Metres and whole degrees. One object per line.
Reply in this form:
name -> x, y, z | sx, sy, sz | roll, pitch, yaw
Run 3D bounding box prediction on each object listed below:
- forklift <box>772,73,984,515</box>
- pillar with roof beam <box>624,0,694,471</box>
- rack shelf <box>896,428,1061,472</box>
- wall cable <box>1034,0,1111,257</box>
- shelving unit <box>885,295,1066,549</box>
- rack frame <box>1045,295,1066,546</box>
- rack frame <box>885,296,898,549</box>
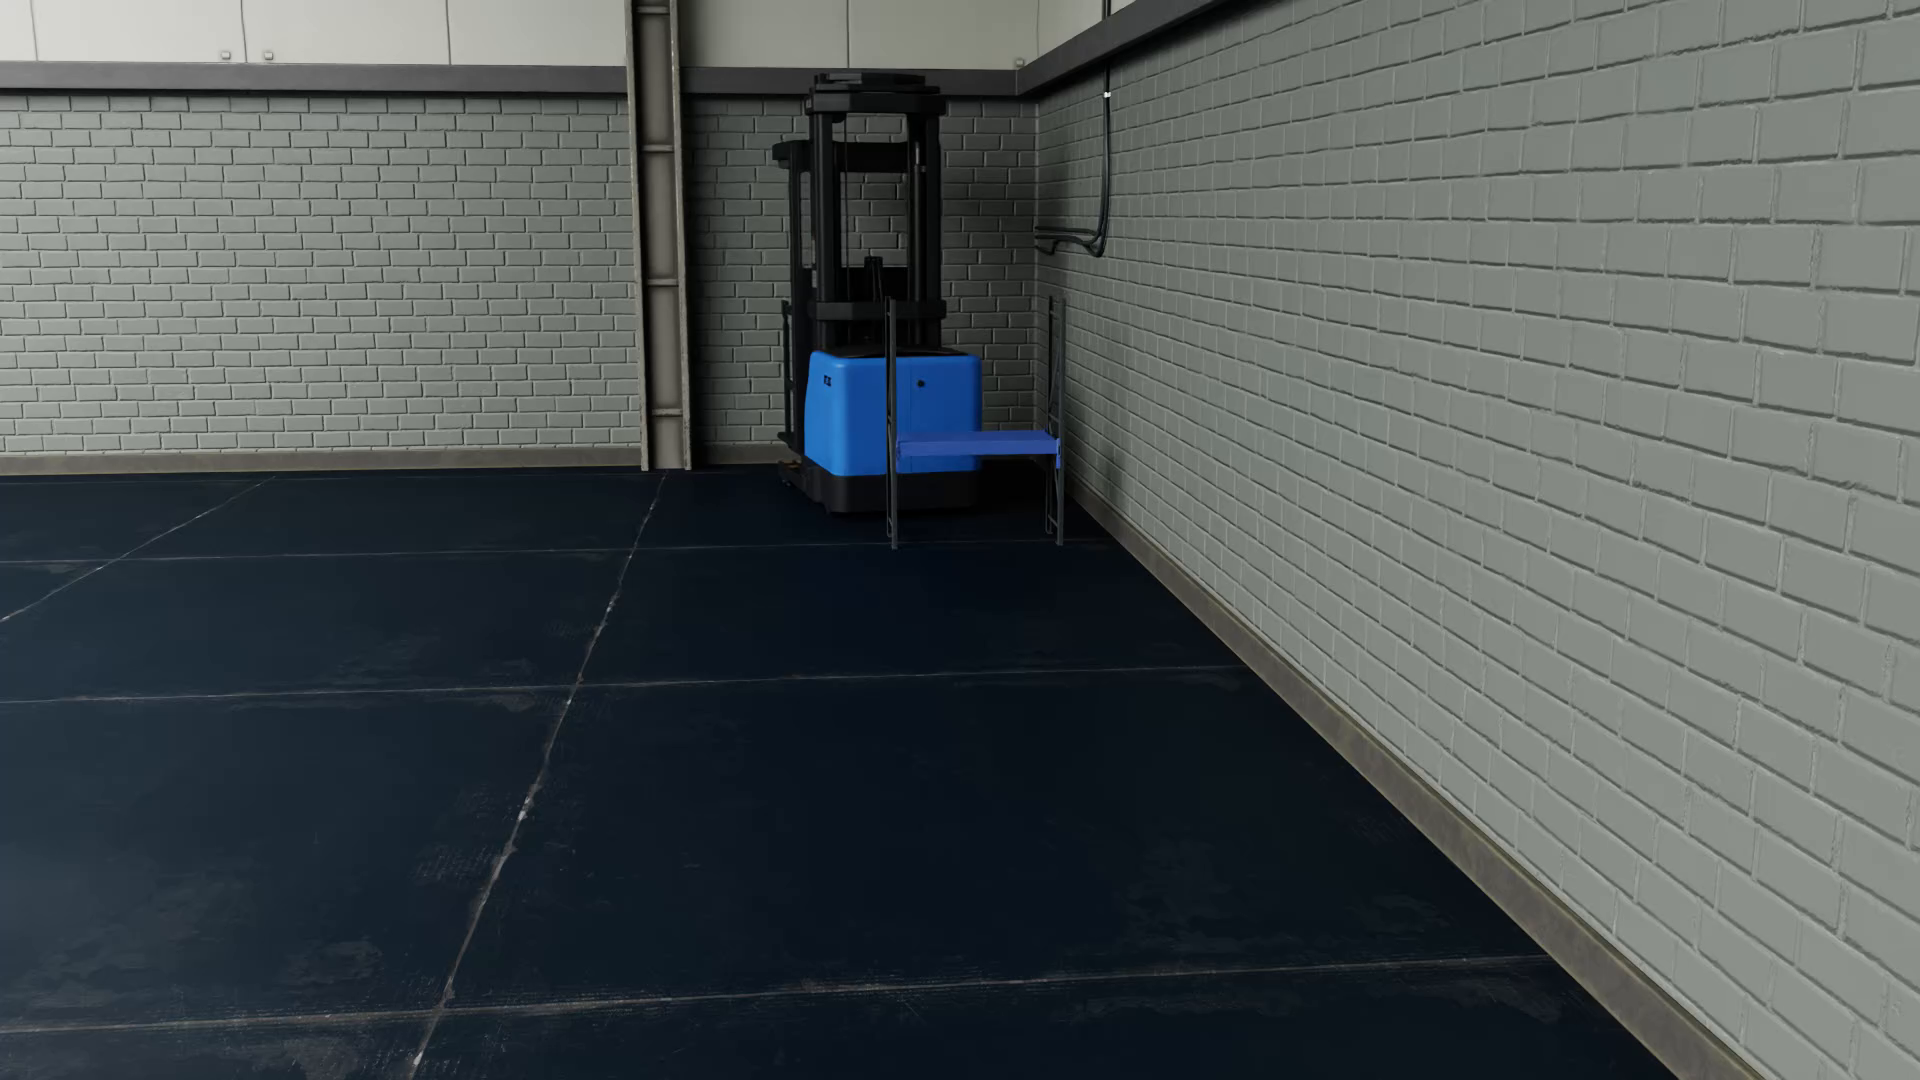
forklift -> -0.742, -1.850, 12.179 | 1.130, 2.935, 3.031 | -3, 12, -16
pillar with roof beam -> -1.876, -4.174, 8.270 | 0.400, 9.000, 9.100 | -1, 11, -6
rack shelf -> 0.085, -0.561, 10.267 | 1.000, 0.185, 0.538 | -1, 11, -6
wall cable -> 0.731, -3.283, 11.791 | 0.112, 2.526, 3.097 | -1, 11, -6
shelving unit -> 0.085, -0.738, 10.232 | 1.048, 1.500, 0.538 | -1, 11, -6
rack frame -> 0.590, -0.748, 10.286 | 0.032, 1.500, 0.500 | -1, 11, -6
rack frame -> -0.421, -0.727, 10.178 | 0.032, 1.500, 0.500 | -1, 11, -6
